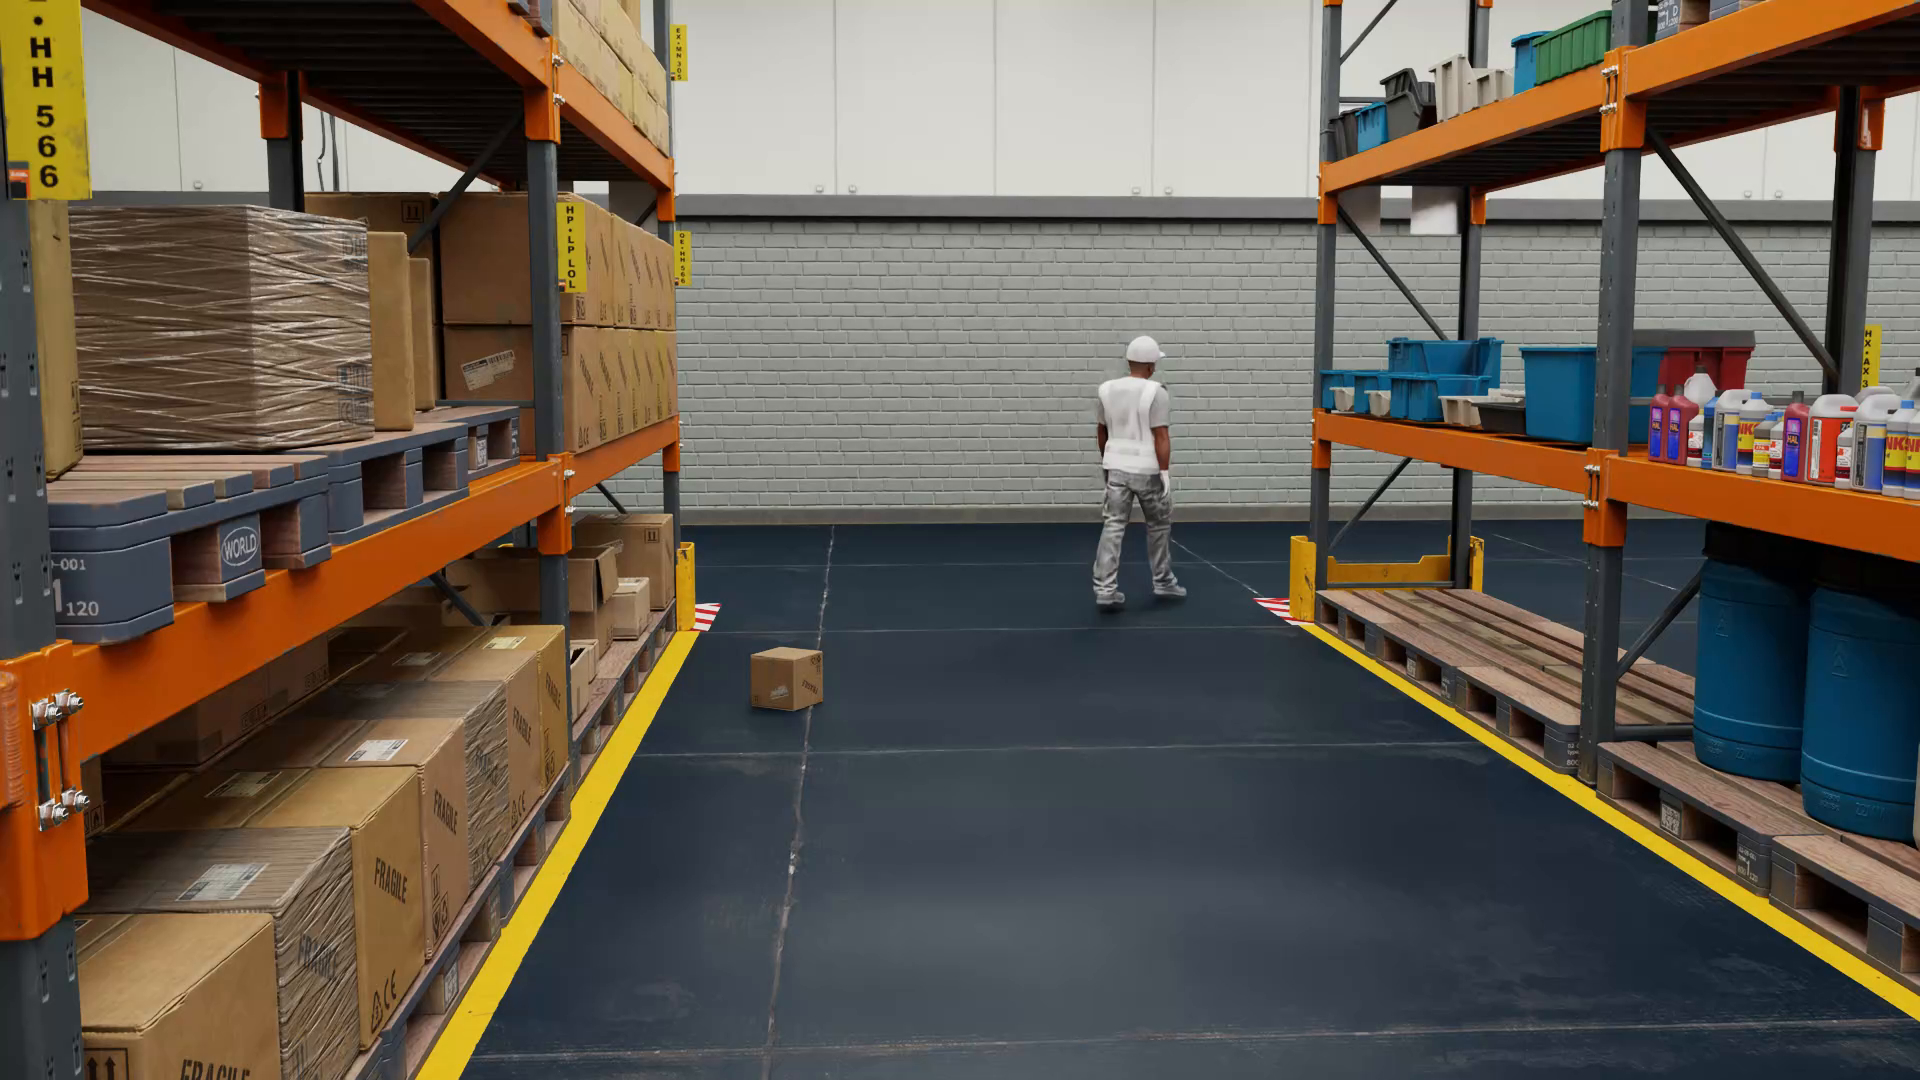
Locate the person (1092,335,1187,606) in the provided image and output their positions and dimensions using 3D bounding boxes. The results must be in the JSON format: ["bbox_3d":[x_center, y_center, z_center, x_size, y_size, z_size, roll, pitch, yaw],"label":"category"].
[{"bbox_3d":[1.196,-0.463,10.942,0.620,1.752,0.922,4,8,33],"label":"person"}]
